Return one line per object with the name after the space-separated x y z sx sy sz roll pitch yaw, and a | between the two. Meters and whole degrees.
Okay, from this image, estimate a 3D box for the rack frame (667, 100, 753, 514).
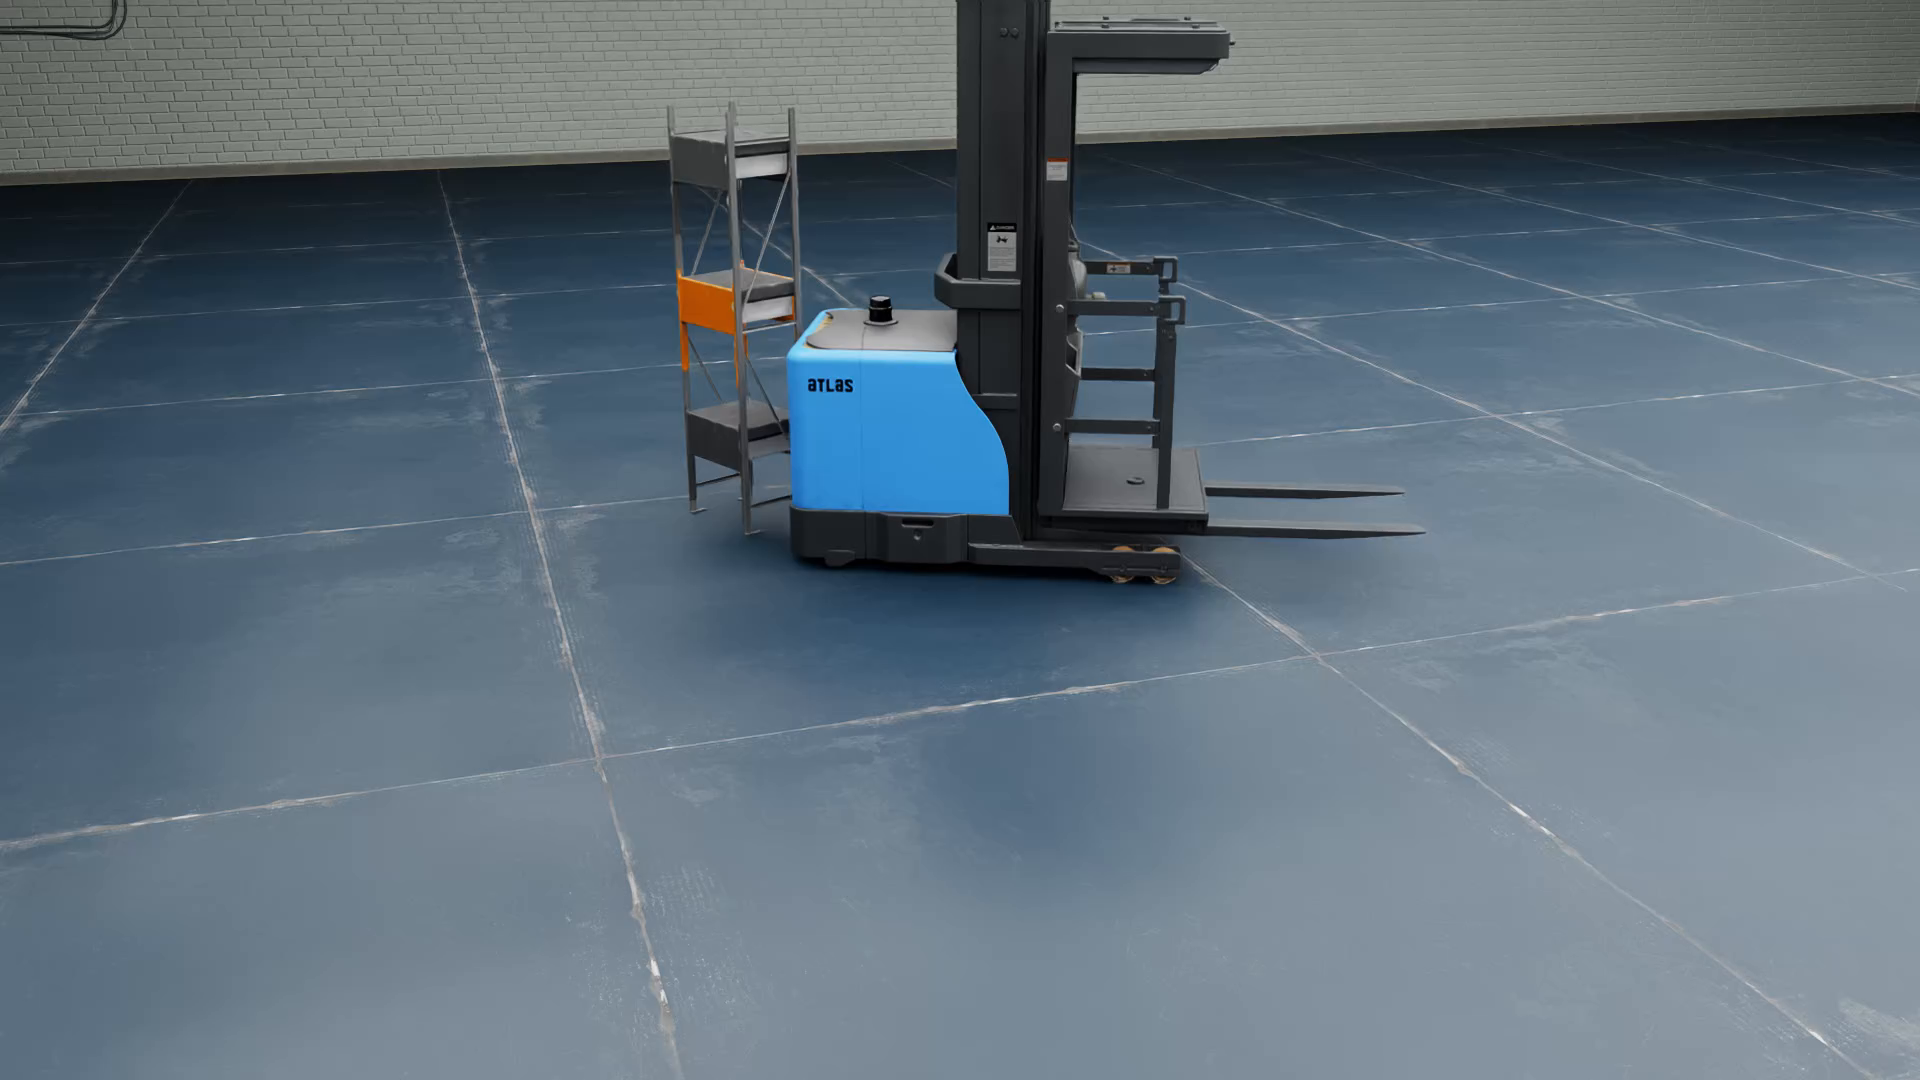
-1.278 -1.174 8.578 0.400 2.100 0.015 -18 26 -40 | rack frame

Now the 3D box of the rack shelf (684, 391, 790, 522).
-1.112 -0.442 8.652 0.431 0.518 0.480 -18 26 -40 | rack shelf

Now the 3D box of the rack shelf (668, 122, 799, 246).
-1.112 -1.759 8.178 0.431 0.518 0.480 -18 26 -40 | rack shelf

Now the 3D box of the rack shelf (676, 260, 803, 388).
-1.112 -1.101 8.415 0.431 0.518 0.480 -18 26 -40 | rack shelf

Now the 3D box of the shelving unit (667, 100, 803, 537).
-1.112 -1.113 8.410 0.431 2.100 0.503 -18 26 -40 | shelving unit

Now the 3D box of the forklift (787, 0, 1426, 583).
0.725 -1.363 7.876 3.031 2.935 1.130 2 20 5 | forklift

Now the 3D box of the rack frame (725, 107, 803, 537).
-0.945 -1.053 8.243 0.400 2.100 0.015 -18 26 -40 | rack frame

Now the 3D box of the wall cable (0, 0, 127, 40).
-11.722 -7.193 19.724 3.097 2.526 0.112 -6 21 -17 | wall cable
